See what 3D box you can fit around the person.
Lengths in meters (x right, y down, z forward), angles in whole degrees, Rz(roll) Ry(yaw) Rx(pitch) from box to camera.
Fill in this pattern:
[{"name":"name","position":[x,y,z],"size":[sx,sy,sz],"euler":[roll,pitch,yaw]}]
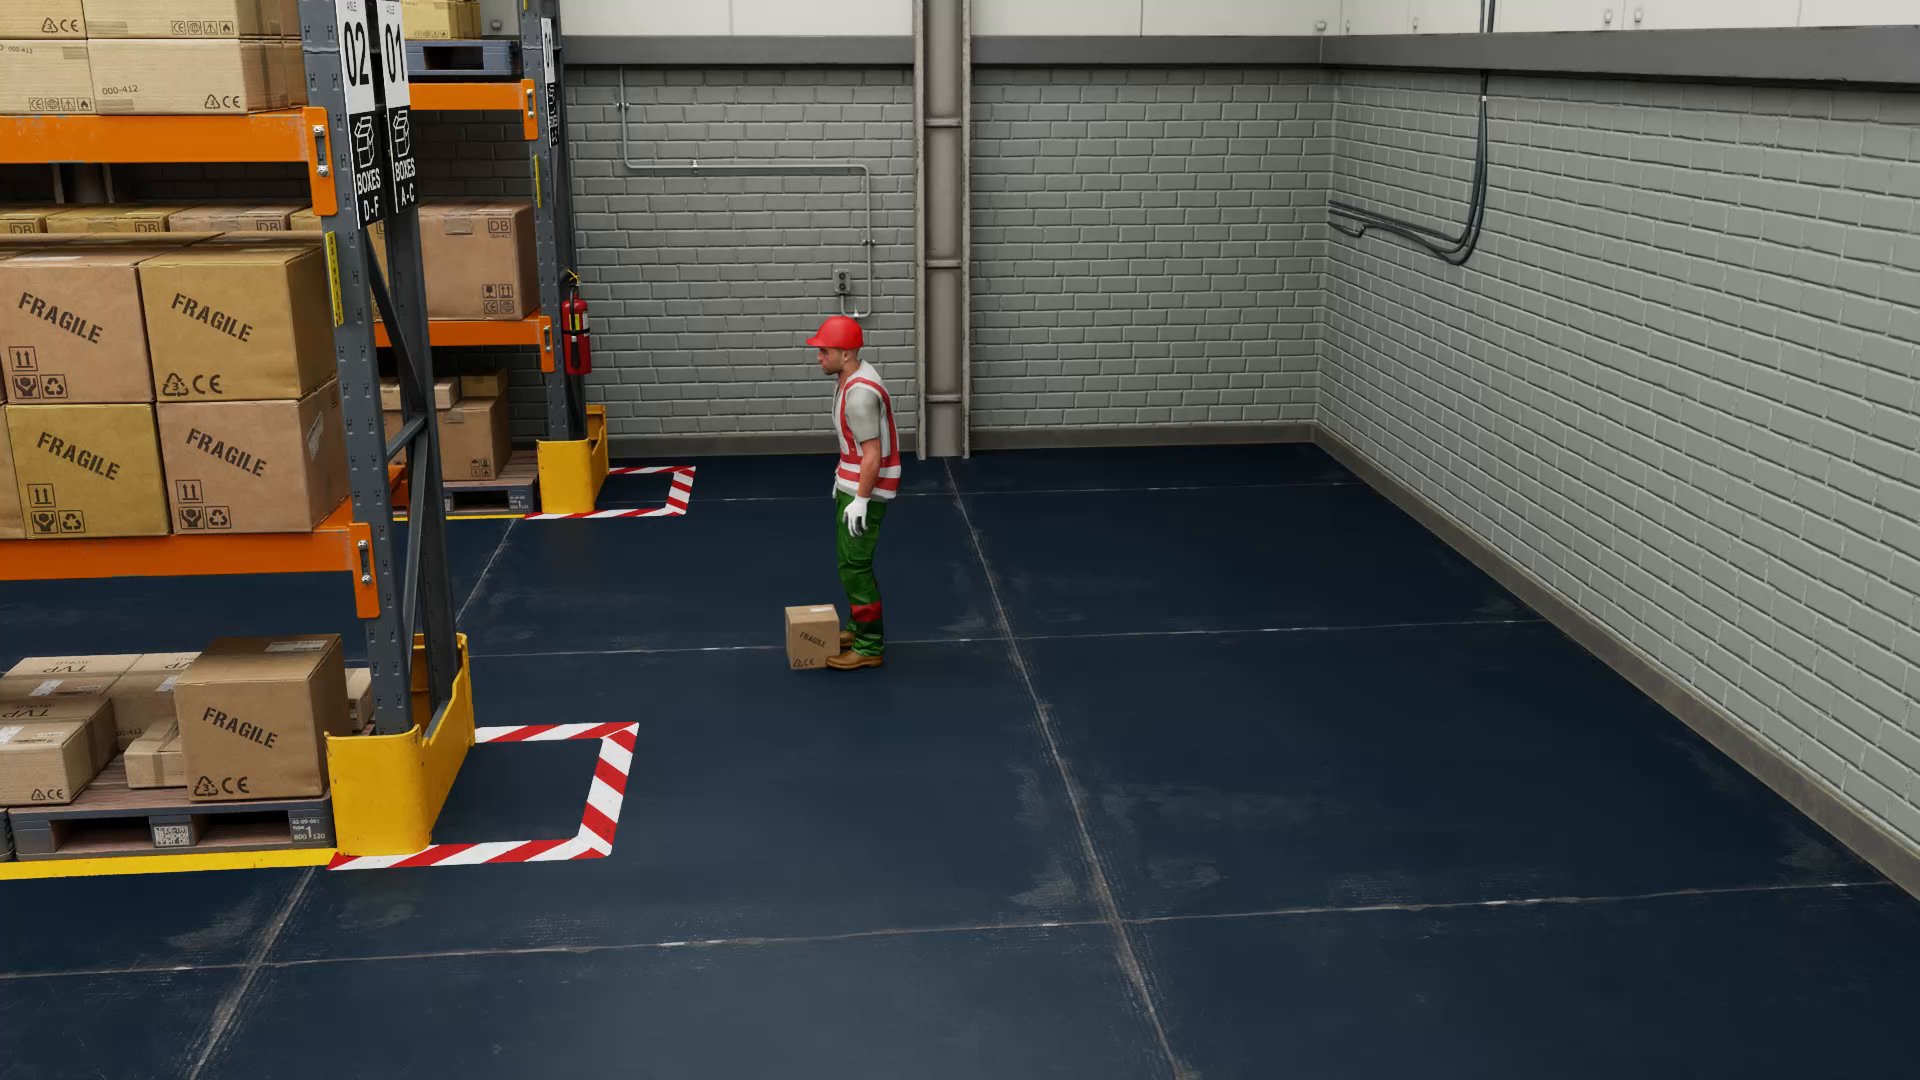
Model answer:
[{"name":"person","position":[-0.529,-0.266,8.308],"size":[0.451,1.720,0.582],"euler":[-3,17,-9]}]
